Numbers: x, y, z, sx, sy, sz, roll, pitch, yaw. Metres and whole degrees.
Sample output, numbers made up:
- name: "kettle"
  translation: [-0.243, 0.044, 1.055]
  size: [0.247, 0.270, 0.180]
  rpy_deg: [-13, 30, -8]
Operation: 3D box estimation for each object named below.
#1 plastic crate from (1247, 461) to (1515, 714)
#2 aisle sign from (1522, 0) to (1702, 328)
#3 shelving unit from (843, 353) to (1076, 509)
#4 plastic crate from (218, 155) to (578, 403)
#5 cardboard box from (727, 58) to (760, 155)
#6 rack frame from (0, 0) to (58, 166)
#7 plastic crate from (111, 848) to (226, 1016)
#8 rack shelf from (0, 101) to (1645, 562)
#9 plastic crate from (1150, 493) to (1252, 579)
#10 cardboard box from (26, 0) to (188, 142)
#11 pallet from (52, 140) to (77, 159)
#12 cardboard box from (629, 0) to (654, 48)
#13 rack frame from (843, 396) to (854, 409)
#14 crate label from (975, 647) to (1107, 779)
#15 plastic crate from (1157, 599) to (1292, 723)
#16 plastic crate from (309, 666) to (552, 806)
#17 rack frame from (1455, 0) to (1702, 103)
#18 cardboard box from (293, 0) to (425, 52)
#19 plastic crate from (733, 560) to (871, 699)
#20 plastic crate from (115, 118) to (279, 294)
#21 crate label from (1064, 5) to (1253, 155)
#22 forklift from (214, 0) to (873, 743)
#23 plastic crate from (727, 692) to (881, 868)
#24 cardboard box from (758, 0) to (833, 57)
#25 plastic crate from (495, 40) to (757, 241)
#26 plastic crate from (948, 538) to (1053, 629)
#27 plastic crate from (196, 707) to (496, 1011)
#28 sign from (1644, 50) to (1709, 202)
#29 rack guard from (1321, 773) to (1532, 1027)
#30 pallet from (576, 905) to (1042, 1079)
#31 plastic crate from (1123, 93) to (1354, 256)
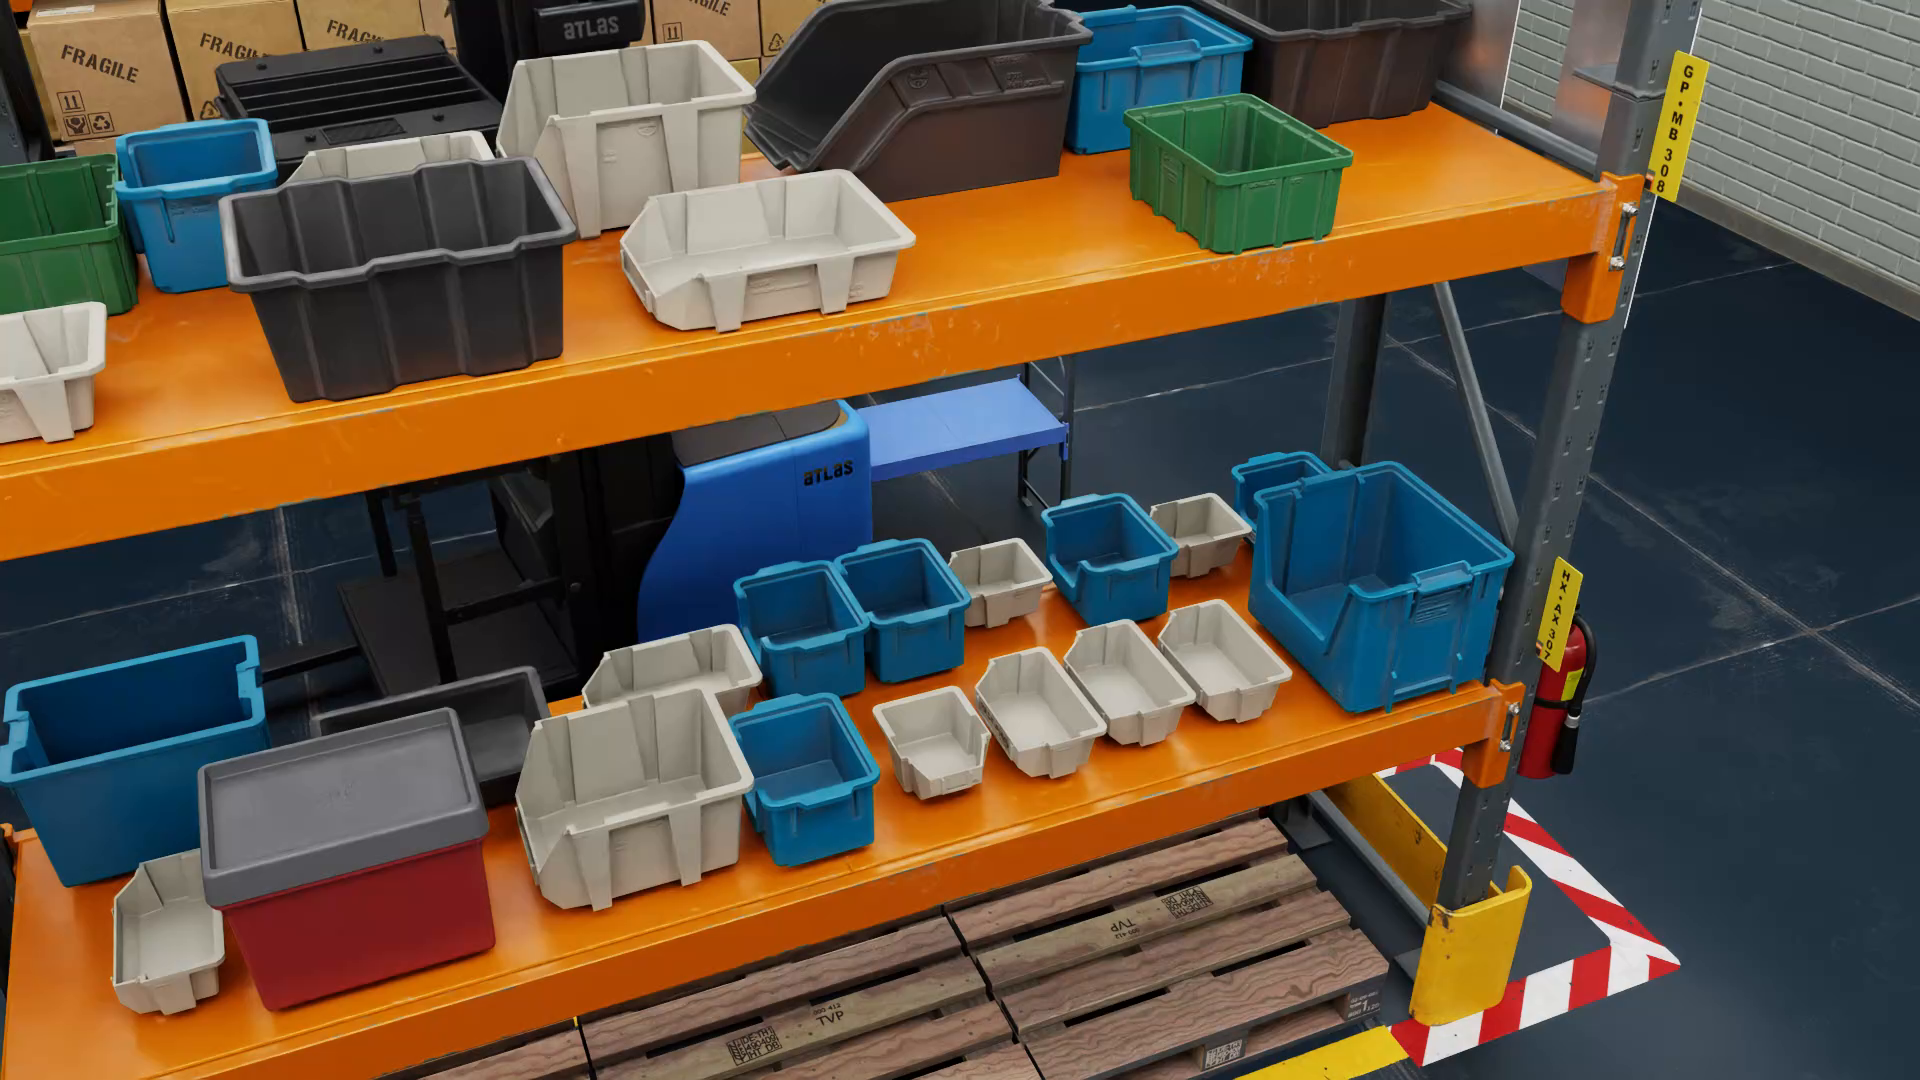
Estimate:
- name: "plastic crate"
  translation: [1.167, 0.124, 4.721]
  size: [0.499, 0.435, 0.616]
  rpy_deg: [-13, 35, -19]
- name: "aisle sign"
  translation: [1.583, -0.958, 4.088]
  size: [0.004, 0.787, 0.394]
  rpy_deg: [-13, 35, -19]
- name: "shelving unit"
  translation: [-0.079, -0.611, 7.313]
  size: [1.048, 1.500, 0.538]
  rpy_deg: [-13, 35, -19]
- name: "plastic crate"
  translation: [-1.033, -0.483, 3.111]
  size: [0.590, 0.269, 0.497]
  rpy_deg: [-13, 35, -19]
- name: "cardboard box"
  translation: [-1.296, -2.191, 8.275]
  size: [0.500, 0.500, 0.500]
  rpy_deg: [-13, 35, -19]
- name: "rack frame"
  translation: [-4.199, -1.647, 7.531]
  size: [0.127, 3.000, 1.000]
  rpy_deg: [-13, 35, -19]
- name: "plastic crate"
  translation: [-1.801, 0.903, 3.798]
  size: [0.243, 0.136, 0.396]
  rpy_deg: [-13, 35, -19]
- name: "rack shelf"
  translation: [-0.441, -0.534, 3.729]
  size: [4.000, 0.370, 1.077]
  rpy_deg: [-13, 35, -19]
- name: "plastic crate"
  translation: [0.720, -0.002, 5.190]
  size: [0.298, 0.136, 0.250]
  rpy_deg: [-13, 35, -19]
- name: "cardboard box"
  translation: [-3.656, -2.066, 7.167]
  size: [0.500, 0.500, 0.500]
  rpy_deg: [-12, 35, -18]
- name: "pallet"
  translation: [-6.802, -2.768, 11.810]
  size: [1.213, 0.211, 1.003]
  rpy_deg: [-13, 35, -19]
- name: "cardboard box"
  translation: [-1.757, -2.502, 7.836]
  size: [0.500, 0.500, 0.500]
  rpy_deg: [-12, 35, -18]
- name: "rack frame"
  translation: [-0.547, -0.503, 7.148]
  size: [0.032, 1.500, 0.500]
  rpy_deg: [-13, 35, -19]
- name: "crate label"
  translation: [0.201, 0.473, 4.459]
  size: [0.243, 0.136, 0.396]
  rpy_deg: [-13, 35, -19]
- name: "plastic crate"
  translation: [0.721, 0.348, 4.651]
  size: [0.243, 0.136, 0.396]
  rpy_deg: [-13, 35, -19]
- name: "plastic crate"
  translation: [-1.357, 0.563, 4.331]
  size: [0.590, 0.125, 0.437]
  rpy_deg: [-13, 35, -19]
- name: "rack frame"
  translation: [1.403, -2.515, 3.364]
  size: [0.127, 3.000, 1.000]
  rpy_deg: [-13, 35, -19]
- name: "cardboard box"
  translation: [-2.706, -2.284, 7.501]
  size: [0.500, 0.500, 0.500]
  rpy_deg: [-14, 36, -20]
- name: "plastic crate"
  translation: [-0.443, 0.273, 4.679]
  size: [0.300, 0.233, 0.416]
  rpy_deg: [-13, 35, -19]
- name: "plastic crate"
  translation: [-1.569, -0.696, 3.472]
  size: [0.300, 0.233, 0.416]
  rpy_deg: [-13, 35, -19]
- name: "crate label"
  translation: [0.427, -1.163, 4.173]
  size: [0.502, 0.251, 0.408]
  rpy_deg: [-13, 35, -19]
- name: "forklift"
  translation: [-1.880, -0.619, 6.014]
  size: [3.031, 2.935, 1.130]
  rpy_deg: [-17, 37, -24]
- name: "plastic crate"
  translation: [-0.391, 0.607, 4.165]
  size: [0.300, 0.233, 0.416]
  rpy_deg: [-13, 35, -19]
- name: "cardboard box"
  translation: [-0.815, -2.721, 8.172]
  size: [0.500, 0.500, 0.500]
  rpy_deg: [-13, 35, -19]
- name: "plastic crate"
  translation: [-0.760, -0.895, 3.734]
  size: [0.530, 0.282, 0.437]
  rpy_deg: [-13, 35, -19]
- name: "plastic crate"
  translation: [0.095, 0.141, 4.970]
  size: [0.298, 0.136, 0.250]
  rpy_deg: [-13, 35, -19]
- name: "plastic crate"
  translation: [-1.365, 0.730, 3.764]
  size: [0.583, 0.464, 0.402]
  rpy_deg: [-13, 35, -19]
- name: "sign"
  translation: [1.631, -0.940, 3.790]
  size: [0.005, 0.325, 0.100]
  rpy_deg: [-13, 35, -19]
- name: "rack guard"
  translation: [1.420, 1.036, 5.699]
  size: [0.348, 0.500, 1.175]
  rpy_deg: [-13, 35, -19]
- name: "pallet"
  translation: [-0.495, 1.579, 5.130]
  size: [1.213, 0.211, 1.003]
  rpy_deg: [-13, 35, -19]
- name: "plastic crate"
  translation: [0.604, -0.817, 3.699]
  size: [0.336, 0.188, 0.450]
  rpy_deg: [-13, 35, -19]
